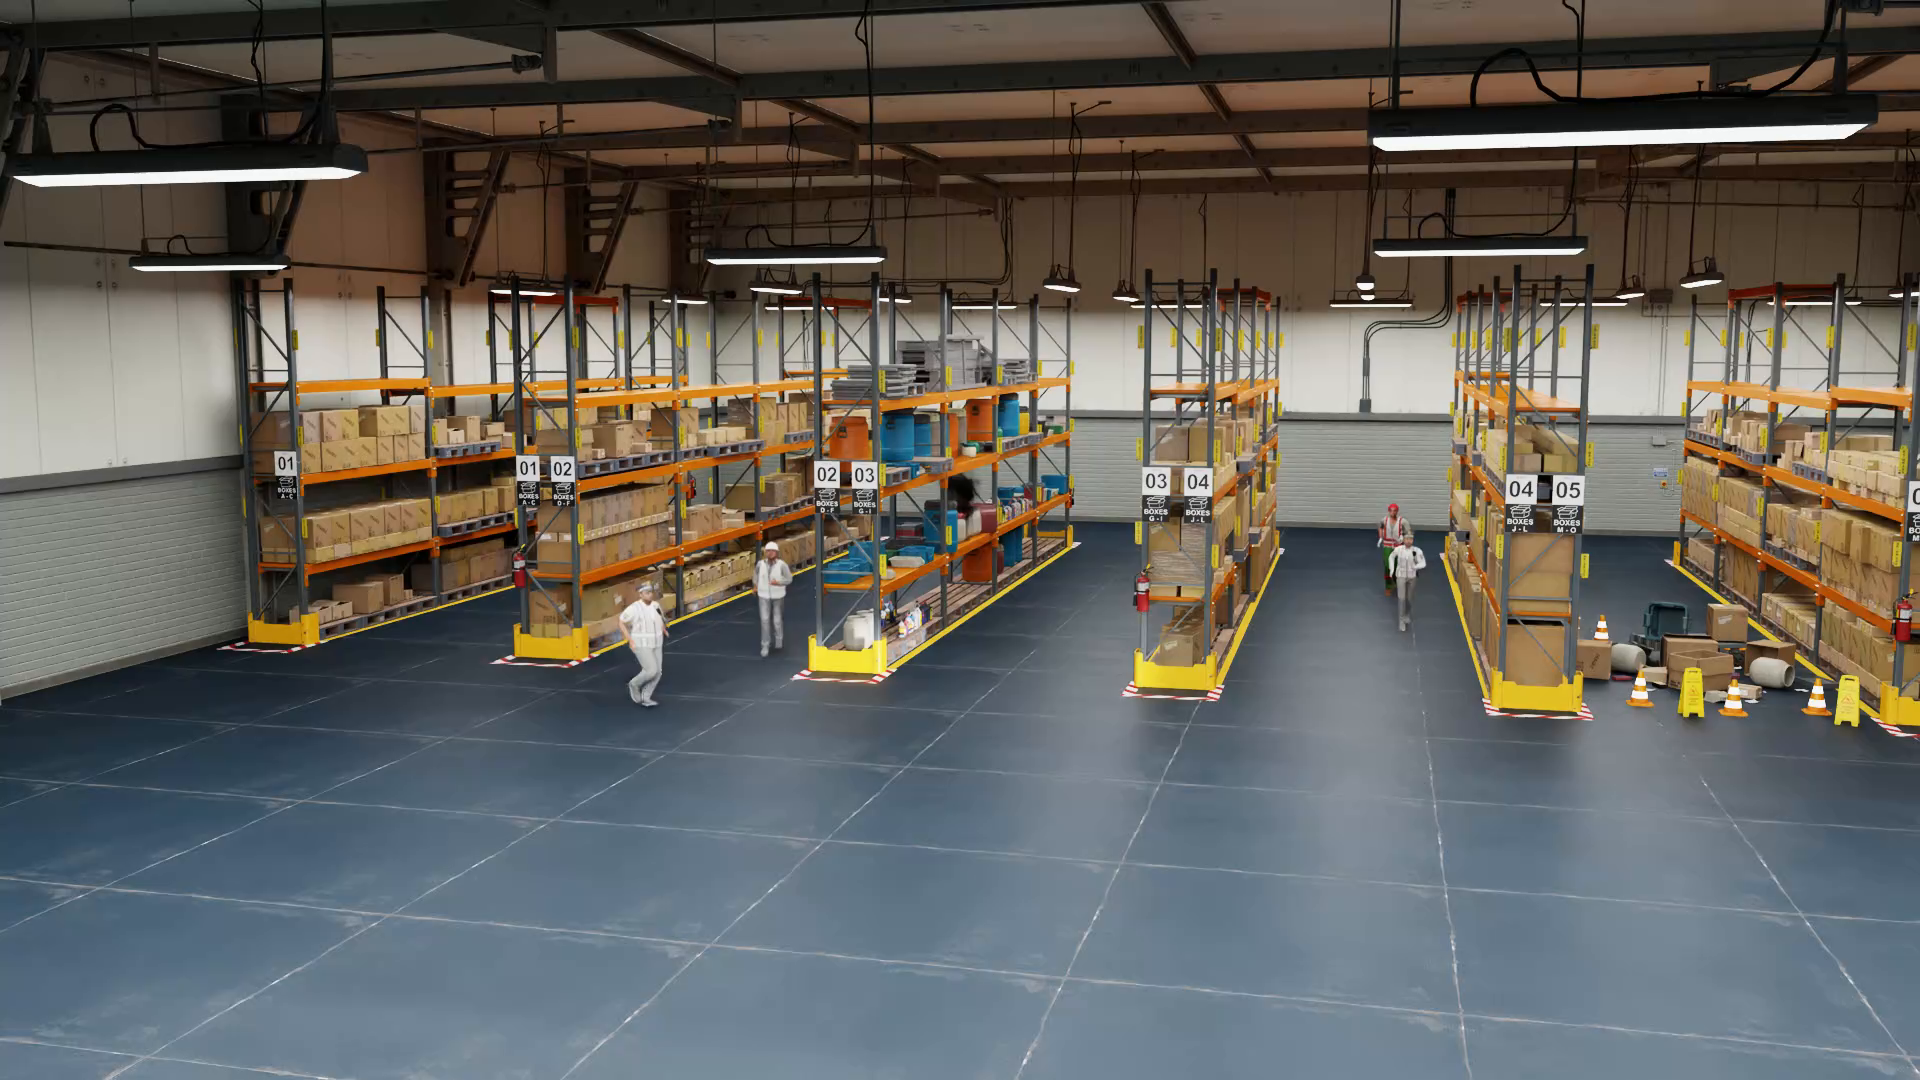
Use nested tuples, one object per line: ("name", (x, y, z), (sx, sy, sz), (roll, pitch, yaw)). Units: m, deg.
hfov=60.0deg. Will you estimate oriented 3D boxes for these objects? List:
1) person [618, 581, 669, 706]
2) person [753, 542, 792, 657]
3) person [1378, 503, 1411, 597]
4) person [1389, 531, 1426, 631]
("person", (-4.225, 1.424, 22.684), (0.589, 1.733, 0.640), (6, 9, 40))
("person", (-3.007, 0.912, 26.627), (0.657, 1.784, 0.879), (0, 7, 1))
("person", (8.592, 0.182, 32.882), (0.644, 1.839, 0.832), (2, 7, 17))
("person", (7.777, 0.679, 28.960), (0.596, 1.702, 0.854), (1, 7, 10))
